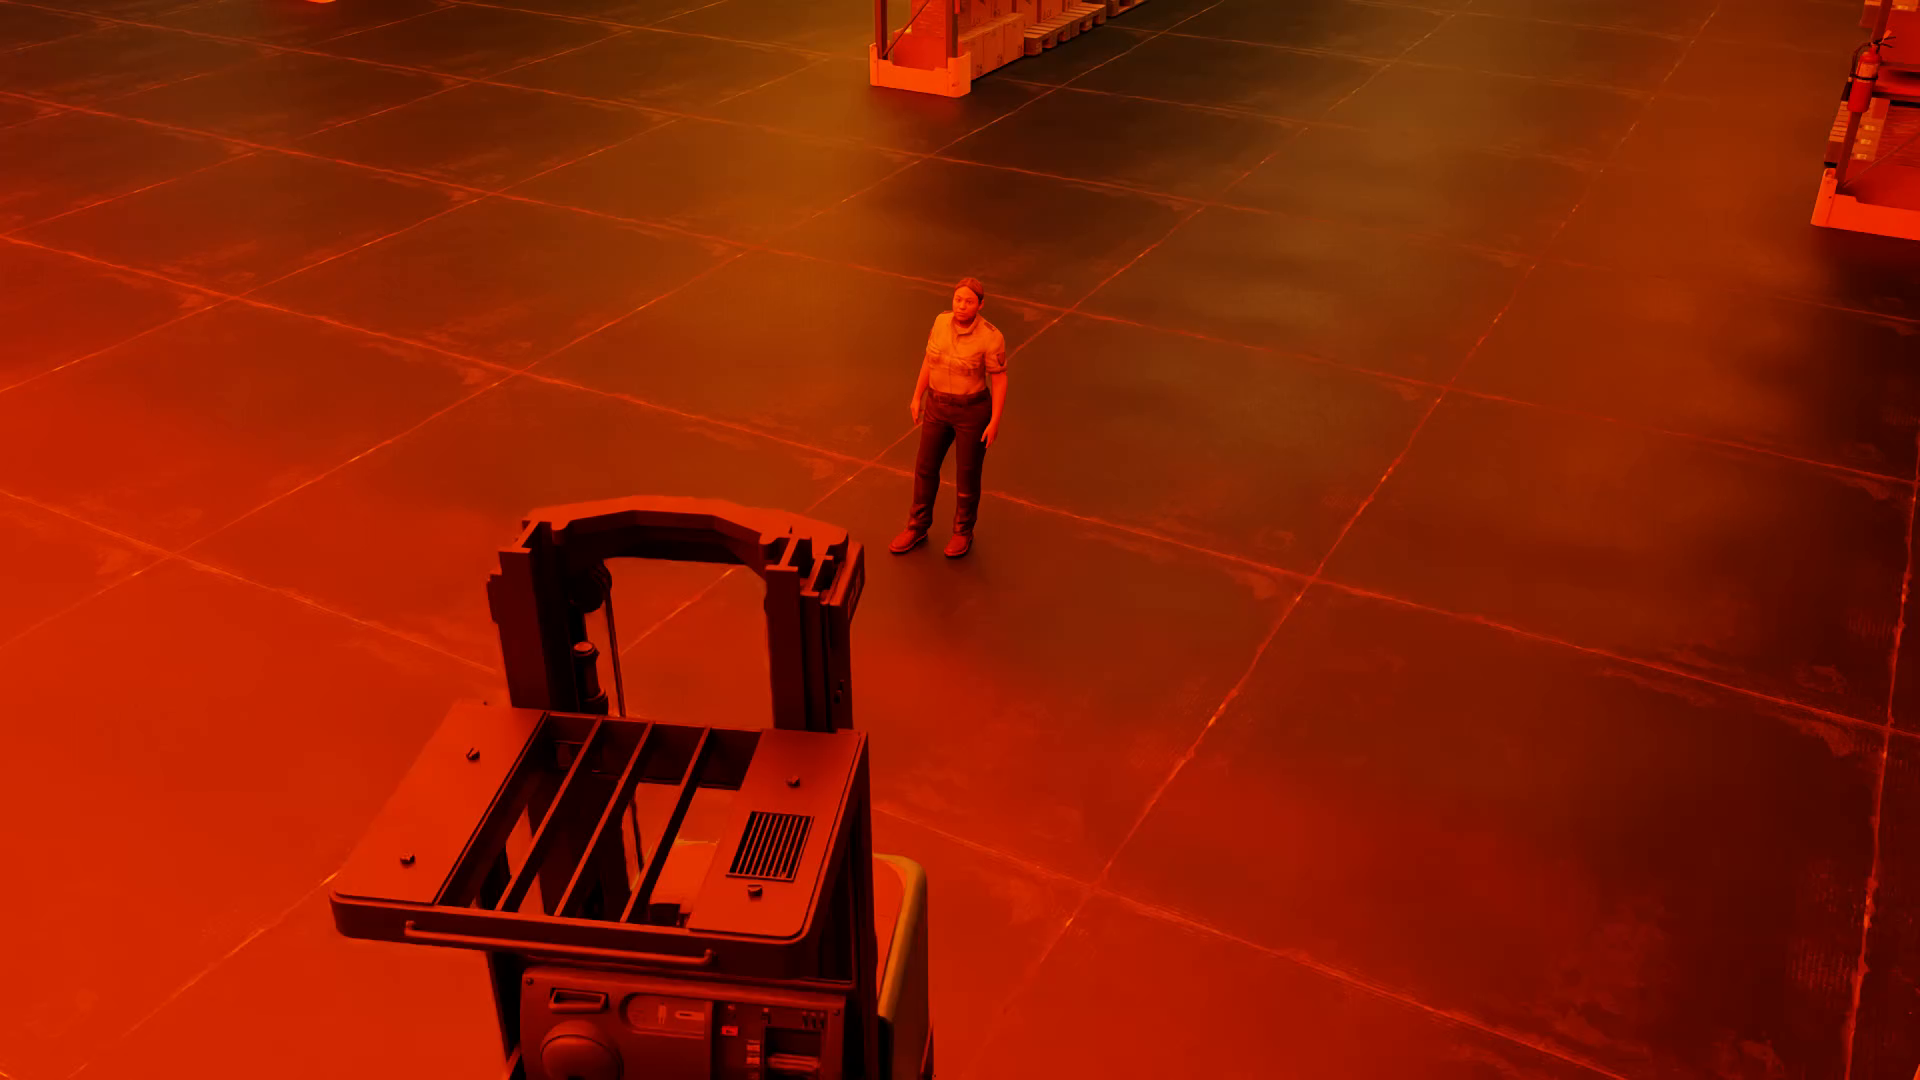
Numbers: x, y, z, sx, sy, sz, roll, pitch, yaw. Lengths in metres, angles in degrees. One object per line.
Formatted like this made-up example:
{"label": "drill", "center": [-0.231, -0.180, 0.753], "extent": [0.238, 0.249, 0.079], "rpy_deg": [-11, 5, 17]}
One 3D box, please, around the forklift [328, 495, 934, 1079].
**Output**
{"label": "forklift", "center": [-0.808, 1.485, 4.497], "extent": [1.130, 2.935, 3.031], "rpy_deg": [4, 30, 7]}

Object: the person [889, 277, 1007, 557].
{"label": "person", "center": [-0.064, -0.686, 9.529], "extent": [0.598, 1.651, 0.502], "rpy_deg": [15, 33, 25]}
